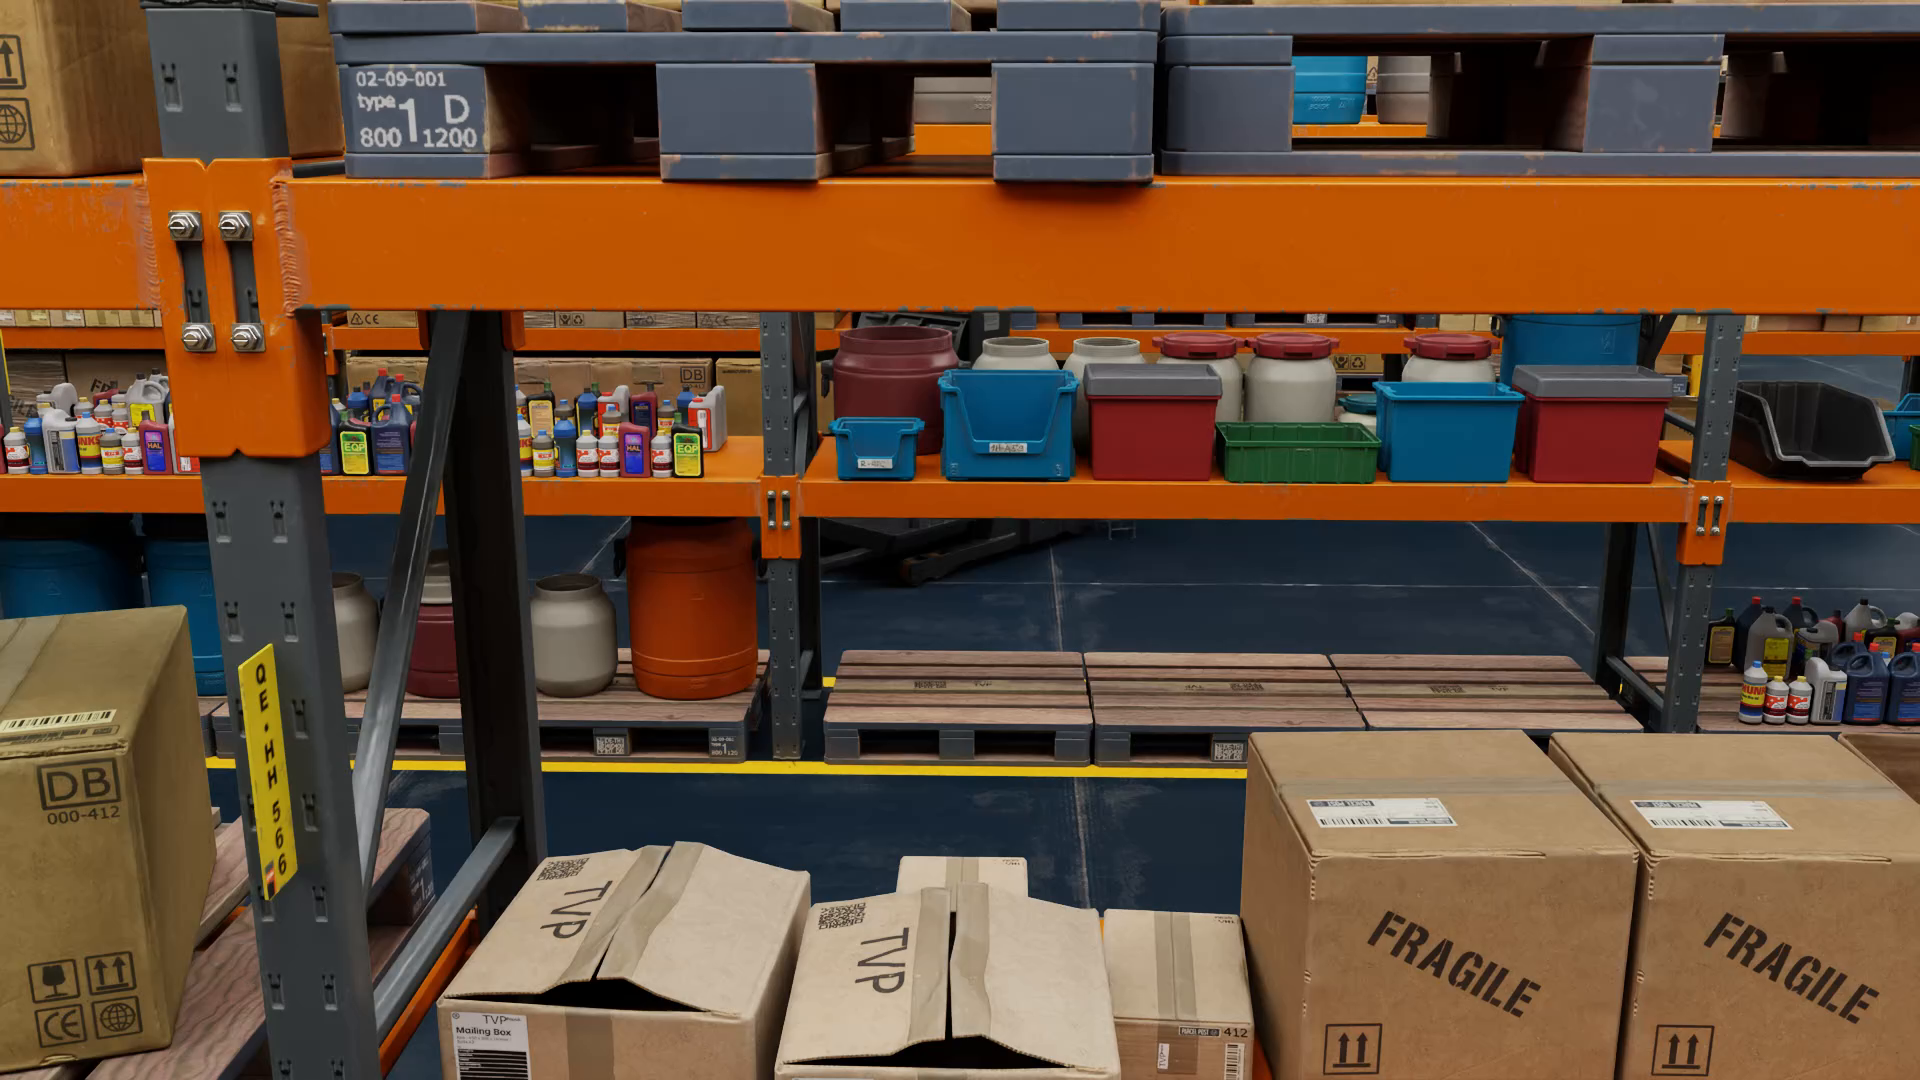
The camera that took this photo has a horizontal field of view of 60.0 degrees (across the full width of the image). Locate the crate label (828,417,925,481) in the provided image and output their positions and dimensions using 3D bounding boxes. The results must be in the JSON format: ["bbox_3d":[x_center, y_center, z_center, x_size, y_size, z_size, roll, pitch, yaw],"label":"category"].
[{"bbox_3d":[-0.362,-0.396,7.288,0.416,0.233,0.303,0,15,1],"label":"crate label"}]

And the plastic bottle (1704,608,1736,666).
[{"bbox_3d":[3.714,0.471,8.138,0.133,0.283,0.061,1,15,4],"label":"plastic bottle"}]

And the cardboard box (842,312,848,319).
[{"bbox_3d":[-1.126,-1.959,12.689,0.500,0.500,0.500,1,15,3],"label":"cardboard box"}]

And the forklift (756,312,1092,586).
[{"bbox_3d":[-0.462,-1.280,10.447,1.130,2.935,3.031,13,20,41],"label":"forklift"}]

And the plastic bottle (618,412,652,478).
[{"bbox_3d":[-1.420,-0.414,7.258,0.133,0.283,0.061,0,15,1],"label":"plastic bottle"}]

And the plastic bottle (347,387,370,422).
[{"bbox_3d":[-2.886,-0.601,7.988,0.097,0.271,0.097,0,15,0],"label":"plastic bottle"}]

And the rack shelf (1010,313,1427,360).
[{"bbox_3d":[1.352,-1.477,12.469,4.000,0.370,1.077,0,15,1],"label":"rack shelf"}]

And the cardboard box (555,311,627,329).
[{"bbox_3d":[-2.673,-1.837,12.228,0.500,0.500,0.500,1,15,2],"label":"cardboard box"}]

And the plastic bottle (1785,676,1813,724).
[{"bbox_3d":[3.736,0.707,7.405,0.097,0.201,0.097,0,15,0],"label":"plastic bottle"}]

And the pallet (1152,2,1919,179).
[{"bbox_3d":[0.895,-0.683,2.538,1.213,0.211,1.003,1,15,4],"label":"pallet"}]

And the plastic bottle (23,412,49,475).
[{"bbox_3d":[-4.070,-0.430,7.342,0.097,0.271,0.097,0,15,0],"label":"plastic bottle"}]

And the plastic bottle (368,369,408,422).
[{"bbox_3d":[-2.744,-0.648,8.011,0.185,0.351,0.144,0,15,1],"label":"plastic bottle"}]

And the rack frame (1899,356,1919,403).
[{"bbox_3d":[7.350,-1.786,12.229,0.127,3.000,1.000,0,15,1],"label":"rack frame"}]

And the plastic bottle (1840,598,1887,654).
[{"bbox_3d":[4.391,0.453,8.072,0.185,0.351,0.144,0,15,1],"label":"plastic bottle"}]

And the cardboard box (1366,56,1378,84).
[{"bbox_3d":[2.884,-3.544,11.986,0.637,0.503,0.797,0,15,-1],"label":"cardboard box"}]

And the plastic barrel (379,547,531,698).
[{"bbox_3d":[-2.392,0.382,7.917,0.708,0.588,0.600,0,15,1],"label":"plastic barrel"}]

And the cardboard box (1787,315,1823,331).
[{"bbox_3d":[6.061,-1.622,12.099,0.250,0.149,0.380,0,15,1],"label":"cardboard box"}]

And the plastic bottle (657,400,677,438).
[{"bbox_3d":[-1.410,-0.573,8.020,0.097,0.201,0.097,0,15,0],"label":"plastic bottle"}]

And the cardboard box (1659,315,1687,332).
[{"bbox_3d":[5.059,-1.606,12.040,0.250,0.149,0.380,0,15,1],"label":"cardboard box"}]

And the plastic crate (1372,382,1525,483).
[{"bbox_3d":[2.114,-0.469,7.269,0.575,0.384,0.392,0,15,1],"label":"plastic crate"}]

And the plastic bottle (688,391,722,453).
[{"bbox_3d":[-1.202,-0.561,7.831,0.135,0.276,0.152,0,15,1],"label":"plastic bottle"}]

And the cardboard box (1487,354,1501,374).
[{"bbox_3d":[5.108,-2.225,17.236,0.875,0.875,0.875,0,15,2],"label":"cardboard box"}]

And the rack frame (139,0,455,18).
[{"bbox_3d":[-0.904,-2.213,2.086,0.127,3.000,1.000,0,15,1],"label":"rack frame"}]

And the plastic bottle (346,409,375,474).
[{"bbox_3d":[-2.648,-0.437,7.347,0.133,0.283,0.061,0,15,1],"label":"plastic bottle"}]

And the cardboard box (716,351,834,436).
[{"bbox_3d":[-1.336,-1.024,12.682,0.875,0.875,1.225,0,15,-1],"label":"cardboard box"}]

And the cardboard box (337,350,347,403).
[{"bbox_3d":[-5.303,-1.065,12.837,0.875,0.875,0.875,0,15,1],"label":"cardboard box"}]

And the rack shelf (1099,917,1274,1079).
[{"bbox_3d":[1.096,1.049,2.894,4.000,0.370,1.077,0,15,1],"label":"rack shelf"}]

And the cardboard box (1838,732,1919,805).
[{"bbox_3d":[1.801,0.653,2.788,0.500,0.500,0.500,1,15,5],"label":"cardboard box"}]

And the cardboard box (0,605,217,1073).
[{"bbox_3d":[-1.536,0.461,2.692,0.500,0.500,0.700,-5,16,-17],"label":"cardboard box"}]

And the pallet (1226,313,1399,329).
[{"bbox_3d":[2.591,-1.761,12.512,1.213,0.211,1.003,0,15,1],"label":"pallet"}]

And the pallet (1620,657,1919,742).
[{"bbox_3d":[3.895,0.814,7.840,1.213,0.211,1.003,0,15,1],"label":"pallet"}]

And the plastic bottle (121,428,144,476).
[{"bbox_3d":[-3.644,-0.393,7.341,0.097,0.201,0.097,0,15,0],"label":"plastic bottle"}]

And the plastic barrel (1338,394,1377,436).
[{"bbox_3d":[1.906,-0.530,7.739,0.301,0.262,0.301,0,15,0],"label":"plastic barrel"}]

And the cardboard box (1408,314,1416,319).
[{"bbox_3d":[3.574,-1.764,12.639,0.250,0.149,0.380,0,15,1],"label":"cardboard box"}]

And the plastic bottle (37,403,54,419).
[{"bbox_3d":[-4.355,-0.553,7.945,0.097,0.201,0.097,0,15,0],"label":"plastic bottle"}]

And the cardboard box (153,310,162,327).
[{"bbox_3d":[-5.730,-1.666,12.268,0.250,0.149,0.380,1,15,2],"label":"cardboard box"}]

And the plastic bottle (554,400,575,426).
[{"bbox_3d":[-1.909,-0.576,8.032,0.097,0.201,0.097,0,15,0],"label":"plastic bottle"}]

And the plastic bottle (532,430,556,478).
[{"bbox_3d":[-1.826,-0.382,7.296,0.097,0.201,0.097,0,15,0],"label":"plastic bottle"}]

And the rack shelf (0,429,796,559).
[{"bbox_3d":[-2.773,-0.240,7.781,4.000,0.370,1.077,0,15,1],"label":"rack shelf"}]

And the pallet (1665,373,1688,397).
[{"bbox_3d":[6.777,-1.687,17.321,1.213,0.211,1.003,0,15,1],"label":"pallet"}]

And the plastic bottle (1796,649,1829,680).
[{"bbox_3d":[3.859,0.634,7.521,0.133,0.283,0.061,0,15,1],"label":"plastic bottle"}]

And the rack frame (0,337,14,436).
[{"bbox_3d":[-4.772,-0.601,7.738,0.127,3.000,1.000,0,15,1],"label":"rack frame"}]

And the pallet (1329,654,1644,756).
[{"bbox_3d":[2.439,0.804,7.878,1.213,0.211,1.003,0,15,1],"label":"pallet"}]

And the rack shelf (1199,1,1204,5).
[{"bbox_3d":[1.605,-6.712,21.334,4.000,0.370,1.077,0,15,1],"label":"rack shelf"}]

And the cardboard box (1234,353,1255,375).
[{"bbox_3d":[2.956,-2.173,17.282,0.750,0.750,1.050,0,15,1],"label":"cardboard box"}]

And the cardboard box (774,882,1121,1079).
[{"bbox_3d":[-0.015,0.786,2.654,0.500,0.311,0.500,0,15,1],"label":"cardboard box"}]

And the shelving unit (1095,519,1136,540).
[{"bbox_3d":[1.071,-0.545,11.348,0.215,1.050,0.252,-4,15,-16],"label":"shelving unit"}]

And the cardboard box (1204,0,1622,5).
[{"bbox_3d":[0.647,-0.899,2.457,0.500,0.250,0.500,0,15,0],"label":"cardboard box"}]

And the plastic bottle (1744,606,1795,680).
[{"bbox_3d":[3.873,0.487,7.946,0.185,0.351,0.144,0,15,1],"label":"plastic bottle"}]

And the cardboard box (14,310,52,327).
[{"bbox_3d":[-6.760,-1.673,12.292,0.250,0.149,0.380,0,15,0],"label":"cardboard box"}]

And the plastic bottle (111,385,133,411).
[{"bbox_3d":[-4.005,-0.619,8.048,0.135,0.276,0.152,0,15,1],"label":"plastic bottle"}]

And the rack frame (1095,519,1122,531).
[{"bbox_3d":[1.036,-0.575,11.461,0.200,1.050,0.008,-4,15,-16],"label":"rack frame"}]

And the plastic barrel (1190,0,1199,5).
[{"bbox_3d":[0.696,-2.168,6.956,0.708,0.830,0.600,0,15,1],"label":"plastic barrel"}]

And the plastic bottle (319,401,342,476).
[{"bbox_3d":[-2.808,-0.466,7.324,0.185,0.351,0.144,0,15,1],"label":"plastic bottle"}]

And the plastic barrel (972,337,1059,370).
[{"bbox_3d":[0.260,-0.677,7.806,0.421,0.512,0.421,0,15,0],"label":"plastic barrel"}]
